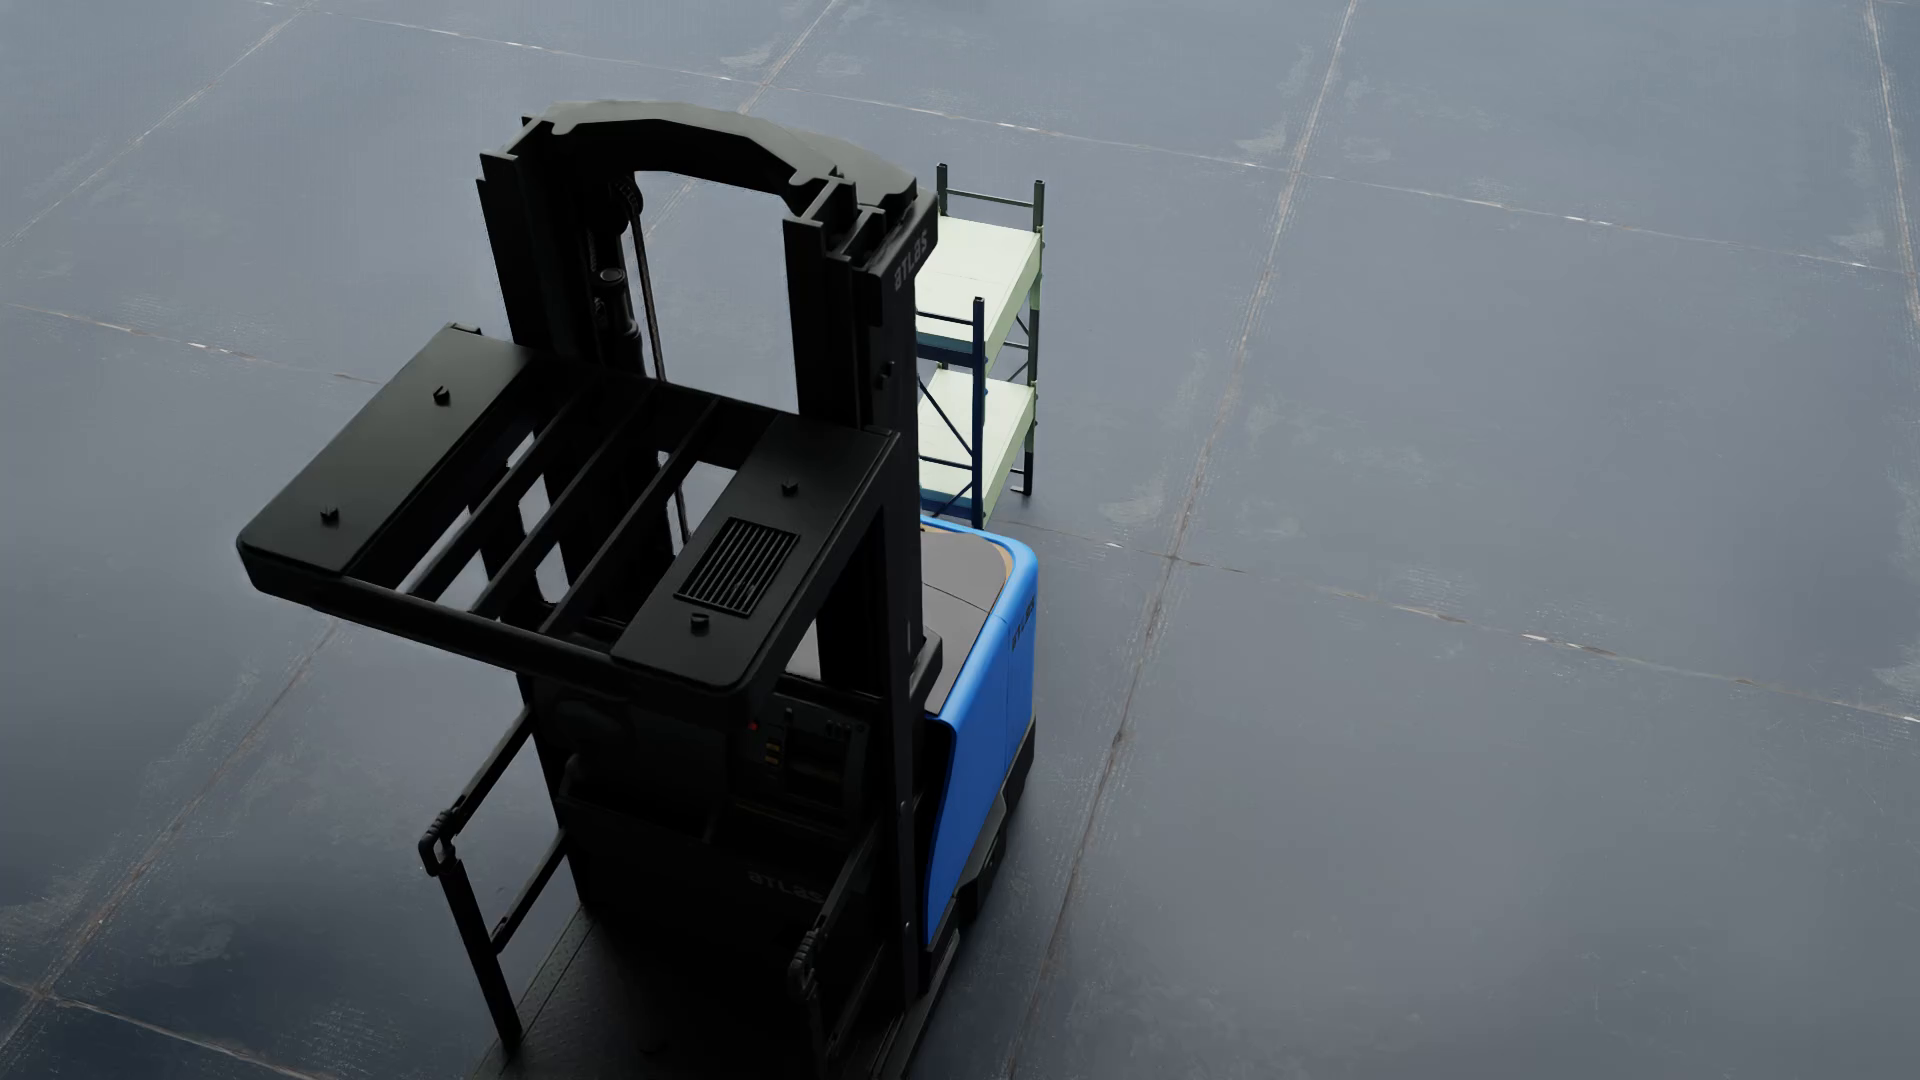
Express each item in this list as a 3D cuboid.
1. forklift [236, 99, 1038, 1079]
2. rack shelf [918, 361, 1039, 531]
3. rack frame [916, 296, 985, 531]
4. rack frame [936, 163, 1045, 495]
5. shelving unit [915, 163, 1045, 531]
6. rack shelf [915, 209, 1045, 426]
[{"bbox_3d":[-0.735,0.579,4.062,1.130,2.935,3.031,15,46,15],"label":"forklift"},{"bbox_3d":[-0.002,-0.299,6.449,0.431,0.370,0.720,13,46,12],"label":"rack shelf"},{"bbox_3d":[-0.113,-0.288,5.972,0.400,1.500,0.023,13,46,12],"label":"rack frame"},{"bbox_3d":[0.109,-0.776,6.470,0.400,1.500,0.023,13,46,12],"label":"rack frame"},{"bbox_3d":[-0.002,-0.532,6.221,0.431,1.500,0.755,13,46,12],"label":"shelving unit"},{"bbox_3d":[-0.002,-0.811,5.948,0.431,0.370,0.720,13,46,12],"label":"rack shelf"}]
